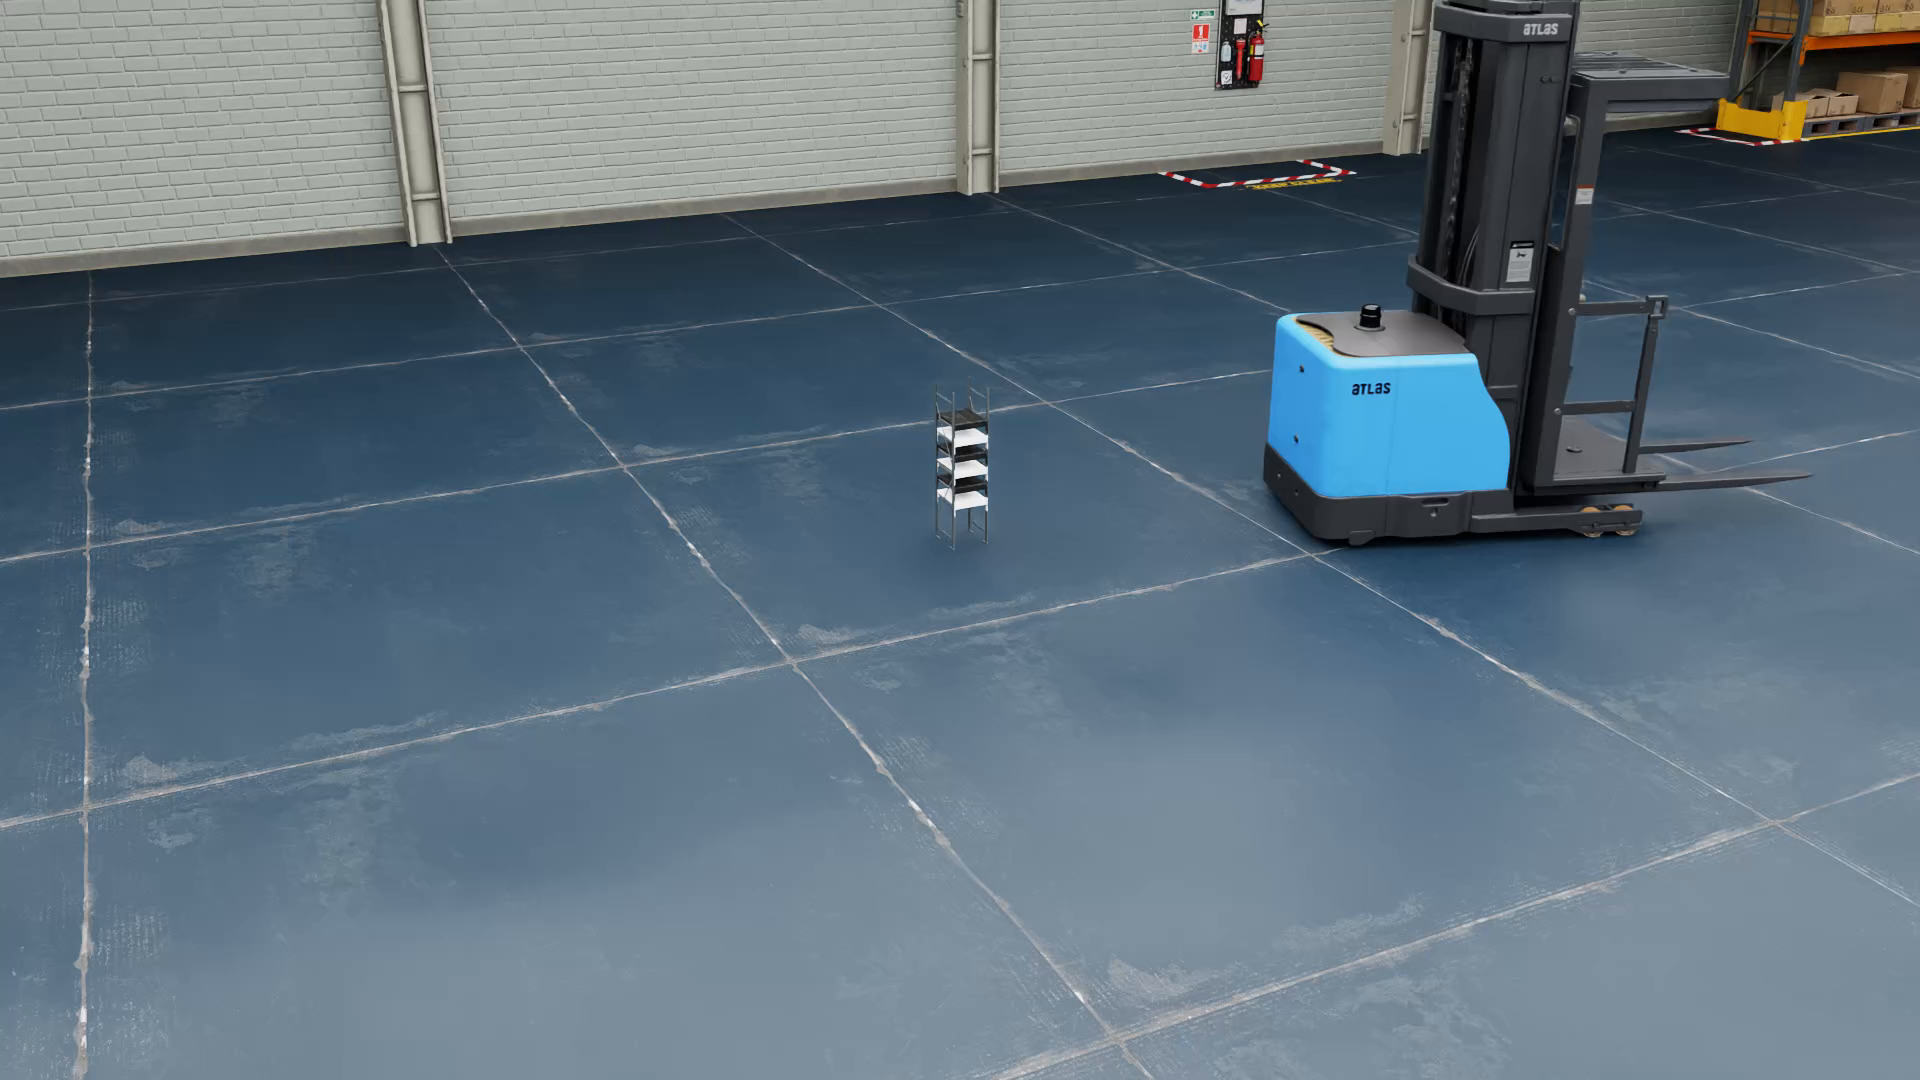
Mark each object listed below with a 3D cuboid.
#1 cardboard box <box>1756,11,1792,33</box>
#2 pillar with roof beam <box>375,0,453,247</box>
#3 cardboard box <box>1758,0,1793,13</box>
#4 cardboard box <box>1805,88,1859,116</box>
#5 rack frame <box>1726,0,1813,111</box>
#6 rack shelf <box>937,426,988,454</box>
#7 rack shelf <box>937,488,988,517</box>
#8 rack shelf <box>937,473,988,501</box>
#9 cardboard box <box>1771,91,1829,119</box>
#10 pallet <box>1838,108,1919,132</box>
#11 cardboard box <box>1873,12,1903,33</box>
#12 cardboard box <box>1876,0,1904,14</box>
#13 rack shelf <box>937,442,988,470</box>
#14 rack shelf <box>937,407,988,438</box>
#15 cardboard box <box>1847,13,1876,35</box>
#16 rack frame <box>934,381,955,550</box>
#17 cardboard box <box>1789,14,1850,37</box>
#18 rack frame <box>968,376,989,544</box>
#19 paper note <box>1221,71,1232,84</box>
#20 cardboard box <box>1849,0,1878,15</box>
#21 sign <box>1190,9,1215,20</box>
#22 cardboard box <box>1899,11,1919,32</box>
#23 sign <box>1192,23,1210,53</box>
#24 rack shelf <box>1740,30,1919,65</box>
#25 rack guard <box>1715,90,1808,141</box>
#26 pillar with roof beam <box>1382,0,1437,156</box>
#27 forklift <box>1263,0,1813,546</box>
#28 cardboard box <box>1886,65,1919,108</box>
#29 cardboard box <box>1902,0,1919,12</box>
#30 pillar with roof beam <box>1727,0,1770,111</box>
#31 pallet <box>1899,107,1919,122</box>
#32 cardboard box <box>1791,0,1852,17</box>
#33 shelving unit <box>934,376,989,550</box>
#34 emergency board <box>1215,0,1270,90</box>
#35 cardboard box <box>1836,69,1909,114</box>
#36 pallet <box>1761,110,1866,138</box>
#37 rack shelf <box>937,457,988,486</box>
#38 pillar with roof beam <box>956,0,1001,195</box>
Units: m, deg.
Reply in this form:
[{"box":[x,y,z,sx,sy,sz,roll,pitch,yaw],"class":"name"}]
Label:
[{"box":[11.092,-6.972,22.342,0.500,0.250,0.500,-10,25,-23],"class":"cardboard box"},{"box":[-3.342,-5.605,11.024,0.400,9.000,9.100,-10,25,-24],"class":"pillar with roof beam"},{"box":[11.087,-7.326,22.215,0.500,0.500,0.500,-11,25,-24],"class":"cardboard box"},{"box":[11.931,-6.027,22.829,0.500,0.311,0.500,-8,24,-19],"class":"cardboard box"},{"box":[10.754,-6.888,21.968,0.127,3.000,1.000,-10,25,-24],"class":"rack frame"},{"box":[0.007,-0.553,9.025,0.200,0.077,0.258,-10,25,-24],"class":"rack shelf"},{"box":[0.007,-0.220,9.163,0.200,0.077,0.258,-10,25,-24],"class":"rack shelf"},{"box":[0.007,-0.303,9.128,0.200,0.077,0.258,-10,25,-24],"class":"rack shelf"},{"box":[11.417,-5.933,22.601,0.500,0.311,0.500,-14,26,-30],"class":"cardboard box"},{"box":[12.668,-5.936,23.313,1.213,0.211,1.003,-10,25,-24],"class":"pallet"},{"box":[12.255,-6.973,22.343,0.500,0.250,0.500,-11,25,-24],"class":"cardboard box"},{"box":[12.233,-7.312,22.182,0.500,0.500,0.500,-11,25,-25],"class":"cardboard box"},{"box":[0.007,-0.469,9.059,0.200,0.077,0.258,-10,25,-24],"class":"rack shelf"},{"box":[0.007,-0.636,8.991,0.200,0.077,0.258,-10,25,-24],"class":"rack shelf"},{"box":[11.794,-6.891,22.144,0.500,0.250,0.500,-11,25,-25],"class":"cardboard box"},{"box":[-0.084,-0.400,9.040,0.006,0.900,0.240,-10,25,-24],"class":"rack frame"},{"box":[11.332,-6.799,21.924,0.500,0.250,0.500,-11,25,-25],"class":"cardboard box"},{"box":[0.099,-0.434,9.122,0.006,0.900,0.240,-10,25,-24],"class":"rack frame"},{"box":[3.171,-5.498,19.761,0.142,0.148,0.016,-10,25,-24],"class":"paper note"},{"box":[11.765,-7.229,21.980,0.500,0.500,0.500,-10,25,-23],"class":"cardboard box"},{"box":[2.826,-6.113,19.357,0.331,0.109,0.001,-10,25,-24],"class":"sign"},{"box":[12.712,-7.056,22.544,0.500,0.250,0.500,-10,25,-23],"class":"cardboard box"},{"box":[2.818,-5.870,19.463,0.234,0.329,0.001,-10,25,-24],"class":"sign"},{"box":[12.557,-6.887,22.907,4.000,0.370,1.077,-10,25,-24],"class":"rack shelf"},{"box":[10.823,-5.746,22.477,0.348,0.500,1.175,-10,25,-24],"class":"rack guard"},{"box":[7.471,-7.595,15.833,0.400,9.000,9.100,-10,25,-24],"class":"pillar with roof beam"},{"box":[3.369,-1.566,9.201,3.031,2.935,1.130,-3,23,-8],"class":"forklift"},{"box":[13.441,-6.414,23.516,0.500,0.500,0.500,-12,26,-28],"class":"cardboard box"},{"box":[12.693,-7.402,22.399,0.500,0.500,0.500,-10,24,-22],"class":"cardboard box"},{"box":[12.877,-8.591,18.237,0.400,9.000,9.100,-10,25,-24],"class":"pillar with roof beam"},{"box":[13.769,-6.139,23.806,1.213,0.211,1.003,-10,25,-24],"class":"pallet"},{"box":[11.315,-7.150,21.791,0.500,0.500,0.500,-10,25,-24],"class":"cardboard box"},{"box":[0.007,-0.417,9.081,0.210,0.900,0.258,-10,25,-24],"class":"shelving unit"},{"box":[3.360,-5.910,19.606,0.643,1.169,0.194,-10,25,-24],"class":"emergency board"},{"box":[12.613,-6.219,23.045,0.500,0.500,0.700,-12,25,-27],"class":"cardboard box"},{"box":[11.570,-5.735,22.828,1.213,0.211,1.003,-10,25,-24],"class":"pallet"},{"box":[0.007,-0.386,9.094,0.200,0.077,0.258,-10,25,-24],"class":"rack shelf"},{"box":[2.064,-6.600,13.429,0.400,9.000,9.100,-10,25,-24],"class":"pillar with roof beam"}]
